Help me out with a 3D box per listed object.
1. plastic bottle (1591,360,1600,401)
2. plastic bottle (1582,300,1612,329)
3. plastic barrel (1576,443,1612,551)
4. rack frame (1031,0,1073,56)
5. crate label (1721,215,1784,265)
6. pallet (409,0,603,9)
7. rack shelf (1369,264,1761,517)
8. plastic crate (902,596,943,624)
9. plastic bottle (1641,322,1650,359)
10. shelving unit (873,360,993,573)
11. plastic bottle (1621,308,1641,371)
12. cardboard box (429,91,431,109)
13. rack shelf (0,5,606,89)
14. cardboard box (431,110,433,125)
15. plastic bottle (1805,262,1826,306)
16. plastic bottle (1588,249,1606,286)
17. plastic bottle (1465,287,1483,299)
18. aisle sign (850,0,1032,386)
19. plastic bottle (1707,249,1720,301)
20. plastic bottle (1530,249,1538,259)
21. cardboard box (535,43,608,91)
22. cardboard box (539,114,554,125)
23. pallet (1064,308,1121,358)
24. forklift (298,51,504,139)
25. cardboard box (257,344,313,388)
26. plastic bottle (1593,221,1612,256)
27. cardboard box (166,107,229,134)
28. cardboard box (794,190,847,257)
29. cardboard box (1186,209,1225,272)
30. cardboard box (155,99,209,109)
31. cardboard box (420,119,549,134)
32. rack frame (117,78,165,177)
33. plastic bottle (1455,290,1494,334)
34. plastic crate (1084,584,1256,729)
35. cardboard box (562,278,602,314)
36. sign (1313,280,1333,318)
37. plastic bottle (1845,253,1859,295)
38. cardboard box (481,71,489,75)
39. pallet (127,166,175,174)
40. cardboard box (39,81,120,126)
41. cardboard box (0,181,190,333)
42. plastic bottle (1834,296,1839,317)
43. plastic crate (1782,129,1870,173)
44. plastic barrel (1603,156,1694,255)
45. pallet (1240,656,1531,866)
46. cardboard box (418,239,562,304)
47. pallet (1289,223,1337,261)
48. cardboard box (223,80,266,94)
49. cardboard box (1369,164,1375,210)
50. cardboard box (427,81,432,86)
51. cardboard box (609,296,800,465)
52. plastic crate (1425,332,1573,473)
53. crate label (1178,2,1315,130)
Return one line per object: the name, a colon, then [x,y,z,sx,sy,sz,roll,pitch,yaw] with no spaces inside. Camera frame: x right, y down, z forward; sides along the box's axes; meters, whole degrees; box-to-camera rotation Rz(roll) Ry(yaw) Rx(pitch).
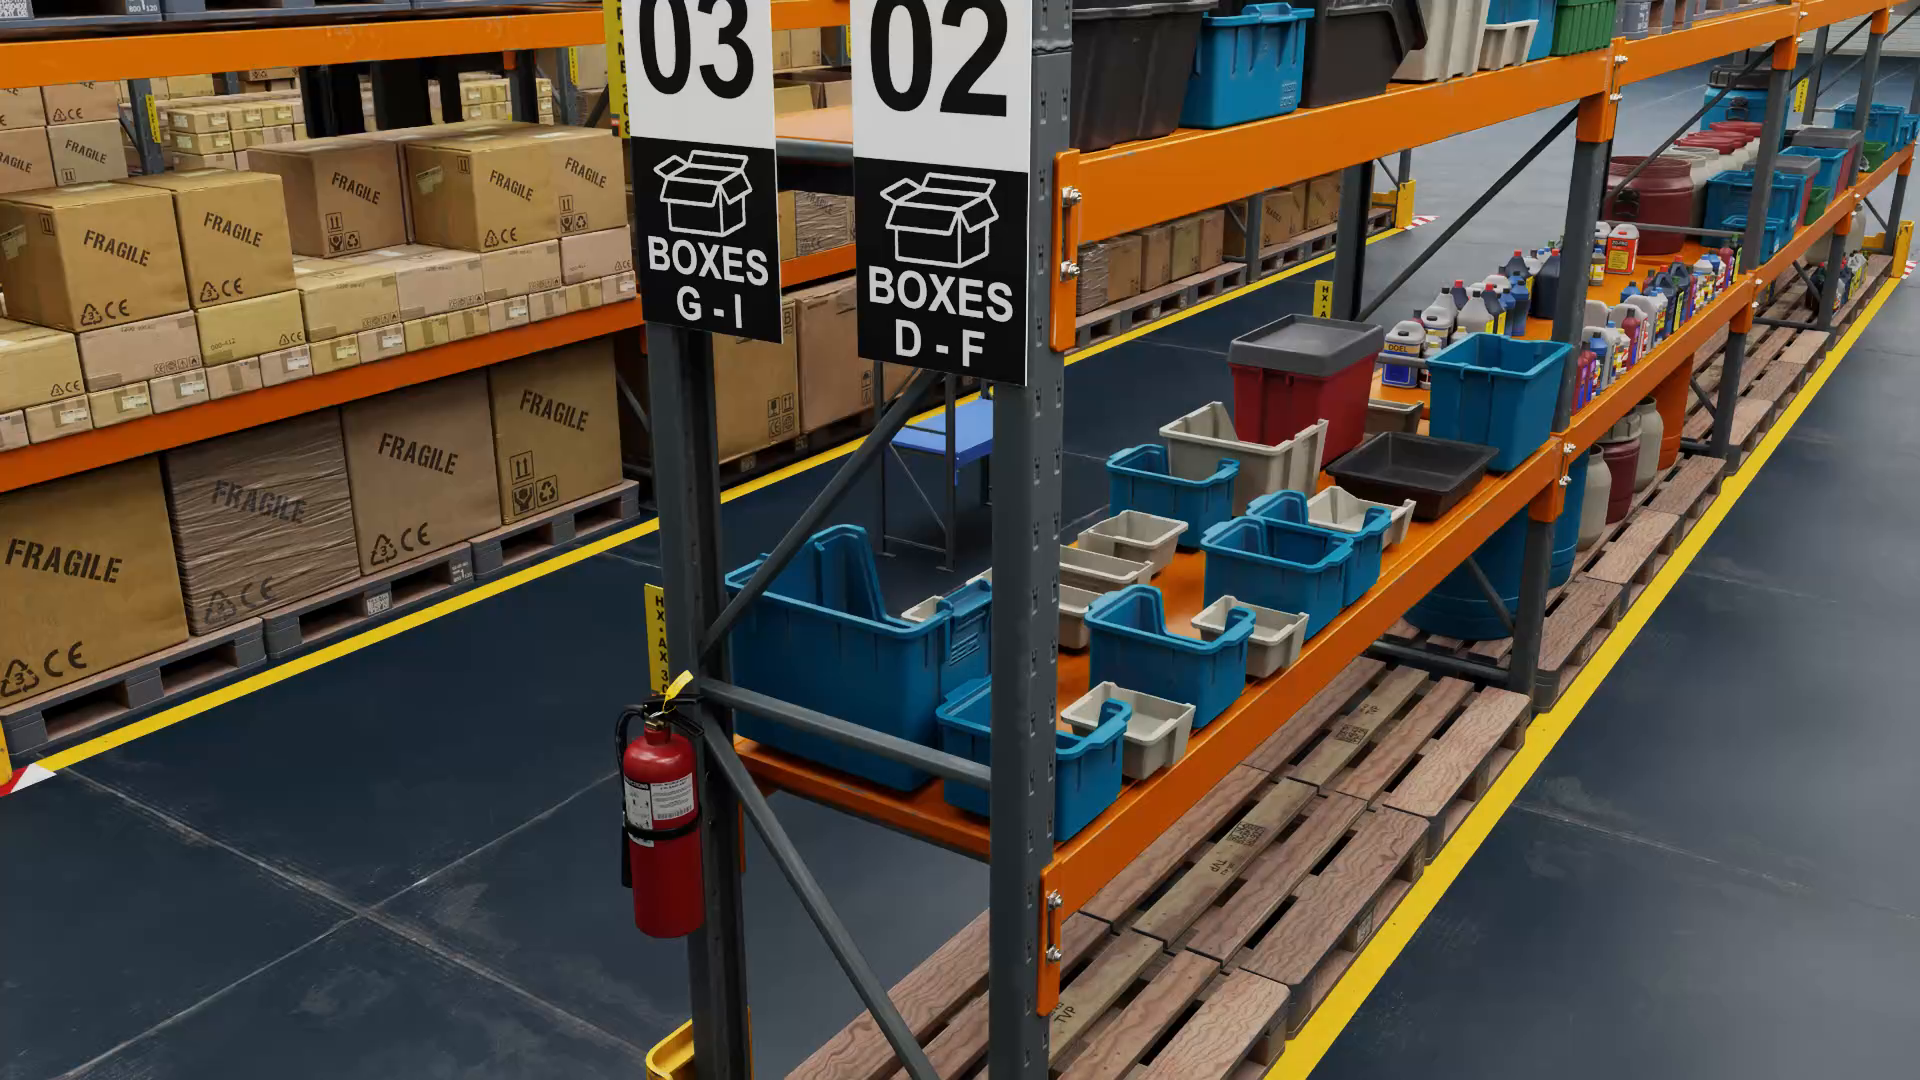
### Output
plastic bottle: [2.688,-0.706,7.136,0.097,0.201,0.097,0,20,0]
plastic bottle: [2.974,-0.998,7.818,0.152,0.276,0.135,13,24,32]
plastic barrel: [3.113,-0.233,8.552,0.421,0.512,0.421,0,20,0]
rack frame: [-0.245,-2.368,2.696,1.000,3.000,0.127,13,24,32]
crate label: [4.799,-1.819,10.101,0.303,0.233,0.416,13,24,32]
pallet: [-2.561,-2.801,8.317,1.003,0.211,1.213,13,24,32]
rack shelf: [3.128,-0.939,8.516,1.077,0.370,4.000,13,24,32]
plastic crate: [0.064,0.272,4.500,0.396,0.136,0.243,13,24,32]
plastic bottle: [3.187,-0.961,7.826,0.097,0.201,0.097,0,20,0]
shelving unit: [0.048,-0.728,9.071,0.538,1.500,1.048,13,24,32]
plastic bottle: [3.062,-0.924,7.608,0.061,0.283,0.133,13,24,32]
cardboard box: [-4.514,-3.570,13.491,0.380,0.149,0.250,15,25,34]
rack shelf: [-3.217,-2.164,7.504,1.077,0.370,4.000,13,24,32]
cardboard box: [-4.514,-3.430,13.541,0.380,0.149,0.250,14,24,33]
plastic bottle: [7.179,-2.140,13.912,0.144,0.351,0.185,13,24,32]
plastic bottle: [3.595,-1.544,9.402,0.097,0.201,0.097,0,20,0]
plastic bottle: [2.447,-1.070,8.012,0.152,0.276,0.135,13,24,32]
aisle sign: [-0.040,-0.695,3.074,0.394,0.787,0.004,13,24,32]
plastic bottle: [4.059,-1.439,9.016,0.097,0.271,0.097,0,20,0]
plastic bottle: [3.054,-1.411,8.925,0.061,0.283,0.133,13,24,32]
cardboard box: [-3.629,-4.455,15.400,0.700,0.500,0.500,13,24,32]
cardboard box: [-3.786,-3.660,14.593,0.380,0.149,0.250,14,24,33]
pallet: [0.597,-1.732,13.643,1.003,0.211,1.213,13,24,32]
forklift: [-3.560,-2.360,11.419,1.130,2.935,3.031,13,24,31]
cardboard box: [-3.148,-0.810,7.492,0.380,0.149,0.250,13,24,31]
plastic bottle: [3.742,-1.731,9.799,0.152,0.276,0.135,13,24,32]
cardboard box: [-5.536,-3.046,12.075,0.380,0.149,0.250,15,25,35]
cardboard box: [-1.064,-2.086,10.437,0.500,0.500,0.500,13,24,31]
cardboard box: [2.042,-2.826,15.549,0.700,0.500,0.500,11,23,28]
cardboard box: [-5.923,-3.253,12.635,0.380,0.149,0.250,12,24,30]
cardboard box: [-2.573,-2.002,9.059,0.500,0.500,0.500,13,24,32]
rack frame: [-6.138,-2.665,12.145,1.000,3.000,0.127,13,24,32]
plastic bottle: [2.369,-0.979,7.658,0.144,0.351,0.185,13,24,32]
plastic crate: [0.536,0.300,4.284,0.416,0.233,0.300,13,24,32]
cardboard box: [-2.138,-1.325,8.885,0.380,0.149,0.250,14,24,33]
sign: [1.550,-0.940,7.083,0.100,0.325,0.005,13,24,32]
plastic bottle: [7.643,-2.288,14.312,0.144,0.351,0.185,13,24,31]
cardboard box: [-5.852,-5.774,20.308,0.380,0.149,0.250,14,24,33]
pallet: [-5.588,-2.765,12.694,1.003,0.211,1.213,13,24,32]
cardboard box: [-6.178,-3.132,11.395,0.500,0.500,0.500,12,24,30]
cardboard box: [-3.567,-1.170,6.811,0.500,0.500,0.500,13,24,31]
plastic bottle: [7.100,-1.927,13.549,0.097,0.201,0.097,0,20,0]
plastic crate: [6.900,-3.094,13.395,0.767,0.338,0.504,13,24,32]
plastic barrel: [4.263,-2.106,10.439,0.600,0.536,0.708,13,24,32]
pallet: [1.623,0.824,6.733,1.003,0.211,1.213,13,24,32]
cardboard box: [-2.413,-1.411,8.542,0.500,0.250,0.500,14,25,33]
pallet: [3.438,-3.207,17.630,1.003,0.211,1.213,13,24,32]
cardboard box: [-7.703,-4.885,17.904,0.380,0.149,0.250,12,23,29]
cardboard box: [4.288,-3.960,18.645,0.500,0.500,0.500,19,28,42]
cardboard box: [-4.749,-3.853,14.256,0.380,0.149,0.250,12,24,30]
cardboard box: [-1.749,-1.056,10.254,1.225,0.875,0.875,13,24,32]
plastic crate: [2.023,-0.522,6.290,0.392,0.384,0.575,13,24,32]
crate label: [0.541,-1.093,3.788,0.408,0.251,0.502,13,24,32]
